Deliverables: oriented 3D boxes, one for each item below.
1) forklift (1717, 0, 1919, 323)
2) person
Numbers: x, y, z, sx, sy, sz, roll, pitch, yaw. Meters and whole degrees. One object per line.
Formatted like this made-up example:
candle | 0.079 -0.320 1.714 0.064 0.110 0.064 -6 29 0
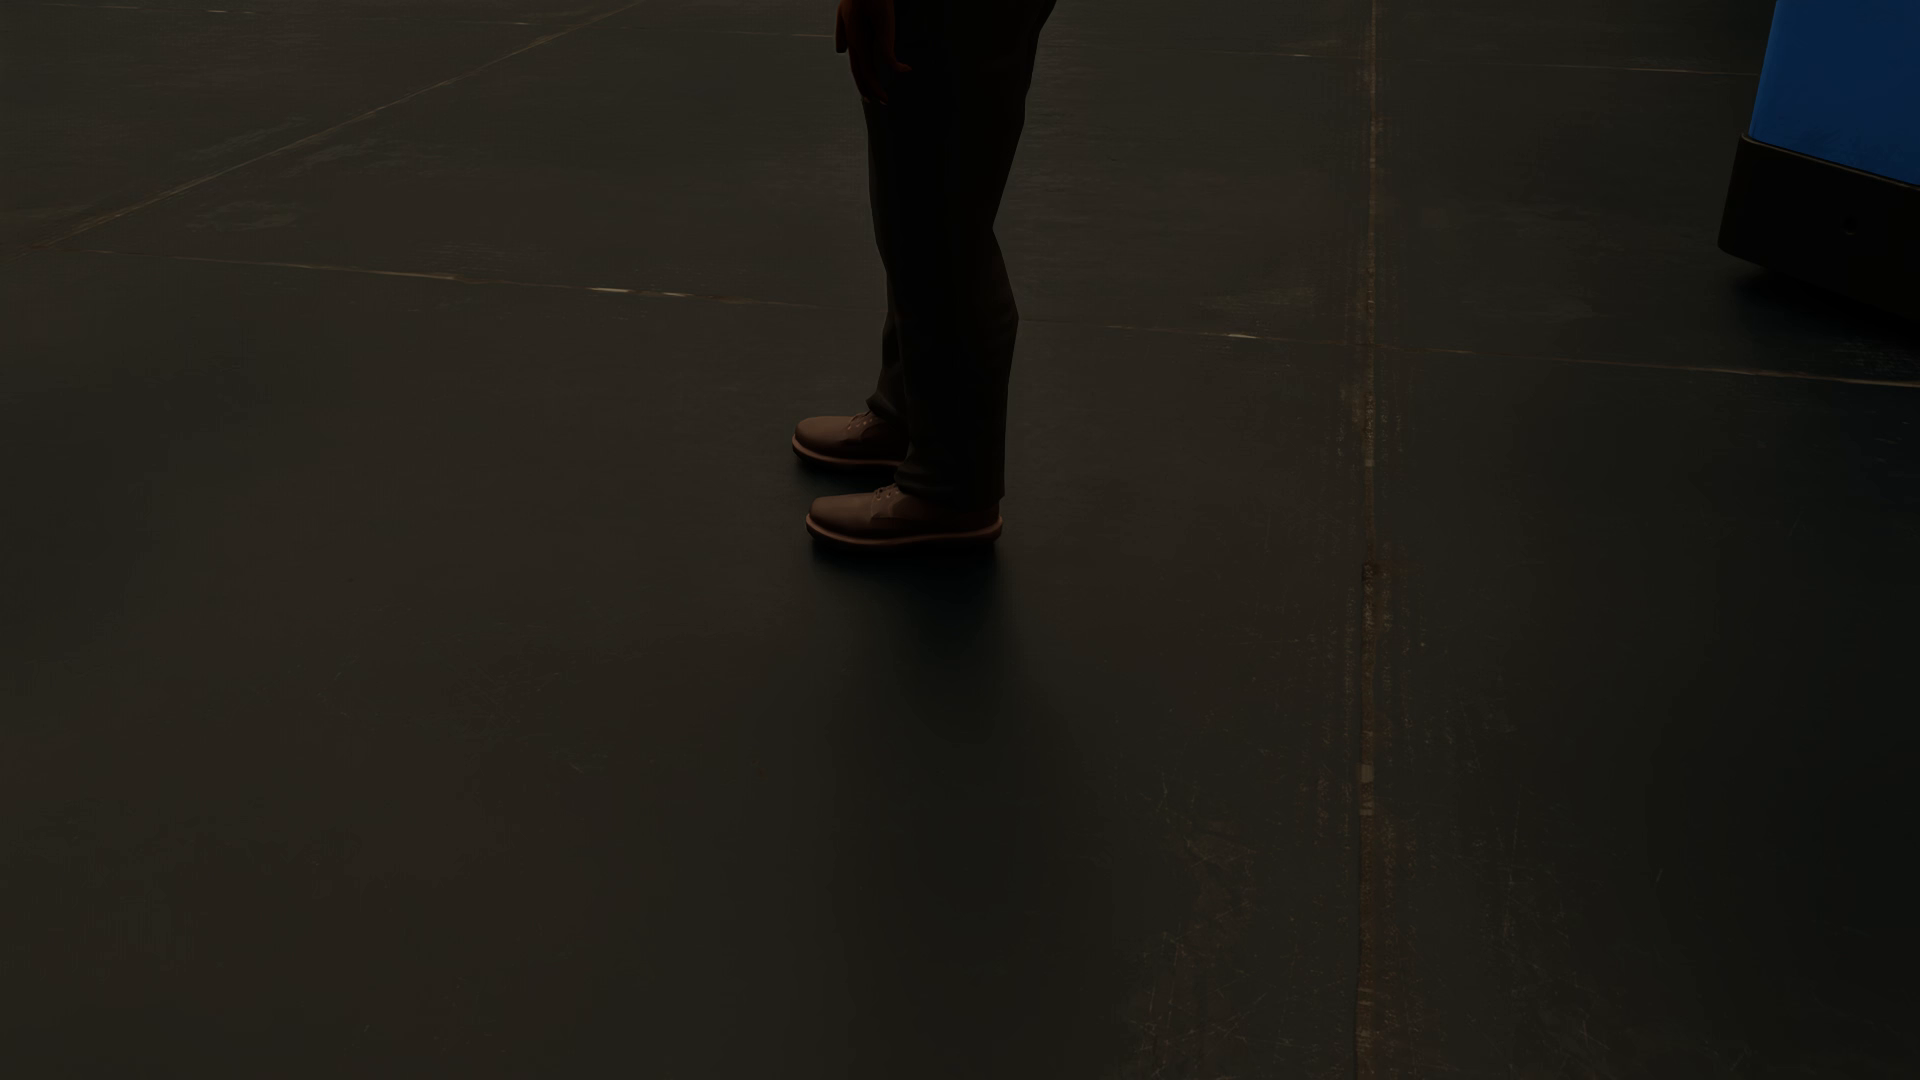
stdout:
forklift | 3.204 -1.933 3.078 3.031 2.935 1.130 -10 29 -20
person | -0.081 -0.763 2.159 0.503 1.656 0.569 6 27 11
